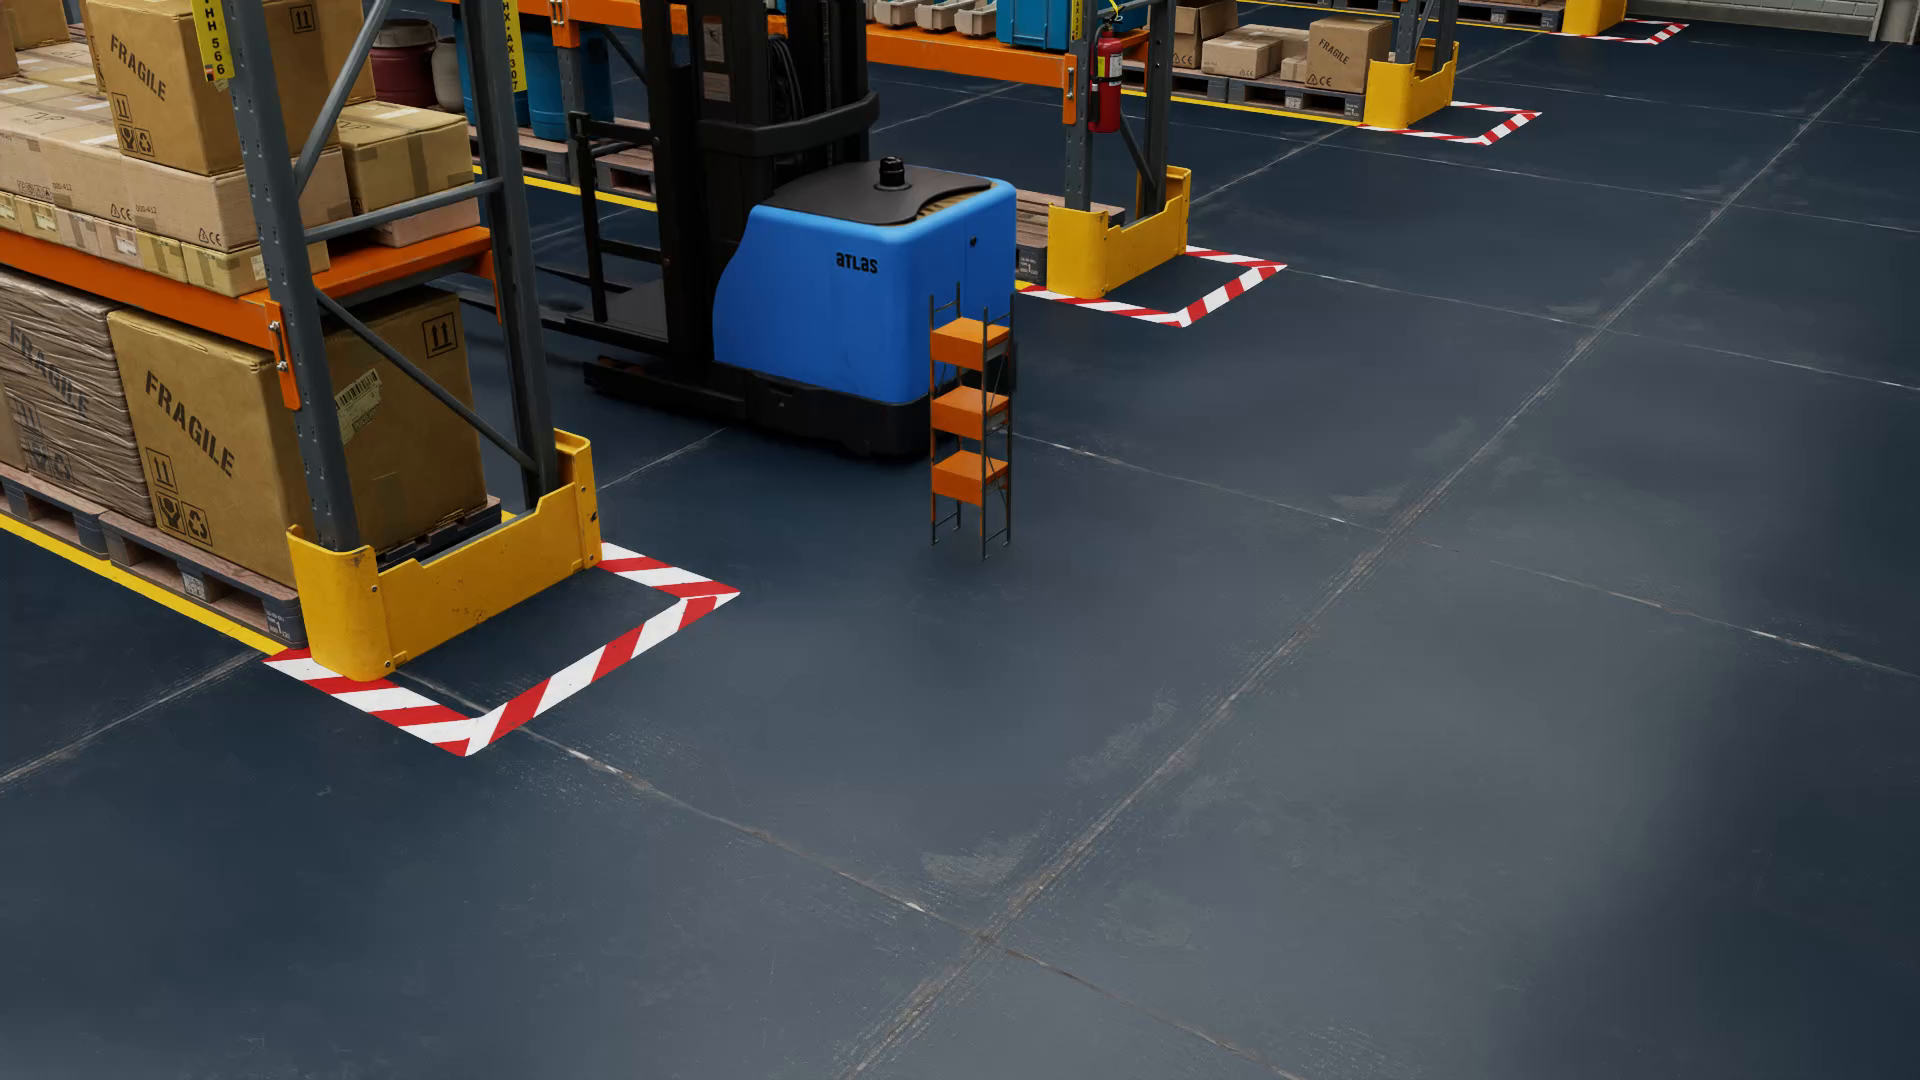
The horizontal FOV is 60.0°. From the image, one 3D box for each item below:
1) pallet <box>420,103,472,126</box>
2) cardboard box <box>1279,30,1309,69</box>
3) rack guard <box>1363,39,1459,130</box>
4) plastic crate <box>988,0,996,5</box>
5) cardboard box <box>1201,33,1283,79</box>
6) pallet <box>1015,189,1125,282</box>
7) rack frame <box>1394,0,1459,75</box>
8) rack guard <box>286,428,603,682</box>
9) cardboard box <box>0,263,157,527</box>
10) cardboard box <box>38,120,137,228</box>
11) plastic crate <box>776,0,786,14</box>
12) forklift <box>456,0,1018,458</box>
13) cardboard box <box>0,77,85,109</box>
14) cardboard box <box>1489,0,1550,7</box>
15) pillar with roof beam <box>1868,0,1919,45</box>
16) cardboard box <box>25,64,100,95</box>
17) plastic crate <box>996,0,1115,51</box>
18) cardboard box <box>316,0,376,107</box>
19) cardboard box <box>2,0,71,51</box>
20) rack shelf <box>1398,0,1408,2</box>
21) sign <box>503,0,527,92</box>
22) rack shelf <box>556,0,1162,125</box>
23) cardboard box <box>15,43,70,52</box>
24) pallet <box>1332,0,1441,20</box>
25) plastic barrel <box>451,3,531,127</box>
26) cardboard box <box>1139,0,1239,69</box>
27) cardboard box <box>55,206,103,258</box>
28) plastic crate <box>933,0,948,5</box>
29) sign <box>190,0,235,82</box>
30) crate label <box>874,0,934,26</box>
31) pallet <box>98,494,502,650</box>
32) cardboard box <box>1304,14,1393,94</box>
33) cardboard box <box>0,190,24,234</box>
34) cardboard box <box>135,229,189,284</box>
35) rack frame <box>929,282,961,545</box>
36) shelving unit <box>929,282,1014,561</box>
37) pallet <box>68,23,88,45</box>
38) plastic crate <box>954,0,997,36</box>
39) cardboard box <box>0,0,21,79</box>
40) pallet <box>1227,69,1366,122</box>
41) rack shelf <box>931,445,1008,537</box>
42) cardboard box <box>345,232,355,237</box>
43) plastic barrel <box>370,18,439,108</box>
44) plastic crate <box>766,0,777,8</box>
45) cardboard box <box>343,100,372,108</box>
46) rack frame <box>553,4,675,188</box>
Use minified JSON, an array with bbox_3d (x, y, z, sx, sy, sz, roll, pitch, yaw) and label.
[{"bbox_3d":[-4.001,-3.262,12.928,1.213,0.211,1.003,17,32,30],"label":"pallet"},{"bbox_3d":[3.026,-4.147,14.138,0.500,0.250,0.500,17,32,30],"label":"cardboard box"},{"bbox_3d":[3.663,-3.708,13.484,0.348,0.500,1.175,17,32,30],"label":"rack guard"},{"bbox_3d":[0.359,-3.259,9.965,0.300,0.233,0.416,17,32,30],"label":"plastic crate"},{"bbox_3d":[2.372,-4.075,13.998,0.500,0.250,0.500,17,32,30],"label":"cardboard box"},{"bbox_3d":[0.261,-1.935,10.319,1.213,0.211,1.003,17,32,30],"label":"pallet"},{"bbox_3d":[3.726,-4.802,12.879,0.127,3.000,1.000,17,32,30],"label":"rack frame"},{"bbox_3d":[-1.866,0.021,6.158,0.348,0.500,1.175,17,32,30],"label":"rack guard"},{"bbox_3d":[-3.209,-0.708,6.713,0.875,0.875,0.875,17,32,30],"label":"cardboard box"},{"bbox_3d":[-2.853,-1.321,5.876,0.500,0.250,0.500,17,31,29],"label":"cardboard box"},{"bbox_3d":[-0.919,-3.335,10.114,0.300,0.233,0.416,17,32,30],"label":"plastic crate"},{"bbox_3d":[-1.244,-2.165,7.774,3.031,2.935,1.130,16,31,29],"label":"forklift"},{"bbox_3d":[-3.705,-1.584,6.392,0.500,0.250,0.500,17,32,30],"label":"cardboard box"},{"bbox_3d":[5.894,-5.871,17.271,0.500,0.500,0.700,17,32,30],"label":"cardboard box"},{"bbox_3d":[6.806,-7.349,11.270,0.400,9.000,9.100,17,32,30],"label":"pillar with roof beam"},{"bbox_3d":[-3.406,-1.783,6.783,0.500,0.250,0.500,17,31,29],"label":"cardboard box"},{"bbox_3d":[0.537,-3.010,9.252,0.499,0.435,0.616,17,32,30],"label":"plastic crate"},{"bbox_3d":[-2.541,-1.852,6.093,0.500,0.500,0.500,16,31,29],"label":"cardboard box"},{"bbox_3d":[-4.242,-2.378,7.127,0.500,0.500,0.500,18,32,31],"label":"cardboard box"},{"bbox_3d":[2.077,-4.995,14.051,4.000,0.370,1.077,17,32,30],"label":"rack shelf"},{"bbox_3d":[-1.567,-1.727,5.794,0.005,0.325,0.100,17,32,30],"label":"sign"},{"bbox_3d":[-0.730,-3.144,10.414,4.000,0.370,1.077,17,32,30],"label":"rack shelf"},{"bbox_3d":[-4.242,-2.045,7.299,0.500,0.250,0.500,18,32,32],"label":"cardboard box"},{"bbox_3d":[4.823,-5.902,18.115,1.213,0.211,1.003,17,32,30],"label":"pallet"},{"bbox_3d":[-3.401,-3.558,12.285,0.708,0.901,0.600,17,32,30],"label":"plastic barrel"},{"bbox_3d":[1.980,-4.432,14.419,0.637,0.503,0.797,17,32,30],"label":"cardboard box"},{"bbox_3d":[-2.993,-1.152,5.983,0.250,0.149,0.380,18,32,31],"label":"cardboard box"},{"bbox_3d":[-0.184,-3.428,10.297,0.300,0.233,0.416,17,32,30],"label":"plastic crate"},{"bbox_3d":[-2.204,-1.522,4.895,0.005,0.325,0.100,17,32,30],"label":"sign"},{"bbox_3d":[-0.330,-3.144,9.846,0.243,0.136,0.396,17,32,30],"label":"crate label"},{"bbox_3d":[-2.589,-0.033,6.582,1.213,0.211,1.003,17,32,30],"label":"pallet"},{"bbox_3d":[3.138,-3.932,13.439,0.500,0.500,0.500,17,32,30],"label":"cardboard box"},{"bbox_3d":[-3.422,-1.284,6.243,0.250,0.149,0.380,17,32,30],"label":"cardboard box"},{"bbox_3d":[-2.581,-1.022,5.728,0.250,0.149,0.380,18,32,31],"label":"cardboard box"},{"bbox_3d":[-0.056,-0.485,6.546,0.008,1.050,0.200,17,32,30],"label":"rack frame"},{"bbox_3d":[0.044,-0.454,6.485,0.252,1.050,0.215,17,32,30],"label":"shelving unit"},{"bbox_3d":[-8.304,-4.603,15.562,1.213,0.211,1.003,17,32,30],"label":"pallet"},{"bbox_3d":[0.144,-3.002,9.567,0.243,0.136,0.396,17,32,30],"label":"plastic crate"},{"bbox_3d":[-4.100,-2.047,6.475,0.500,0.500,0.500,16,31,29],"label":"cardboard box"},{"bbox_3d":[3.006,-3.783,13.951,1.213,0.211,1.003,17,32,30],"label":"pallet"},{"bbox_3d":[0.044,-0.197,6.616,0.240,0.259,0.215,17,32,30],"label":"rack shelf"},{"bbox_3d":[-2.204,-1.267,6.210,0.250,0.149,0.380,17,31,30],"label":"cardboard box"},{"bbox_3d":[-4.332,-3.709,12.926,0.708,0.588,0.600,17,32,30],"label":"plastic barrel"},{"bbox_3d":[-1.224,-3.491,10.368,0.530,0.282,0.437,17,32,30],"label":"plastic crate"},{"bbox_3d":[-2.561,-1.520,6.268,0.500,0.250,0.500,17,31,30],"label":"cardboard box"},{"bbox_3d":[-2.379,-3.978,11.260,0.127,3.000,1.000,17,32,30],"label":"rack frame"}]
